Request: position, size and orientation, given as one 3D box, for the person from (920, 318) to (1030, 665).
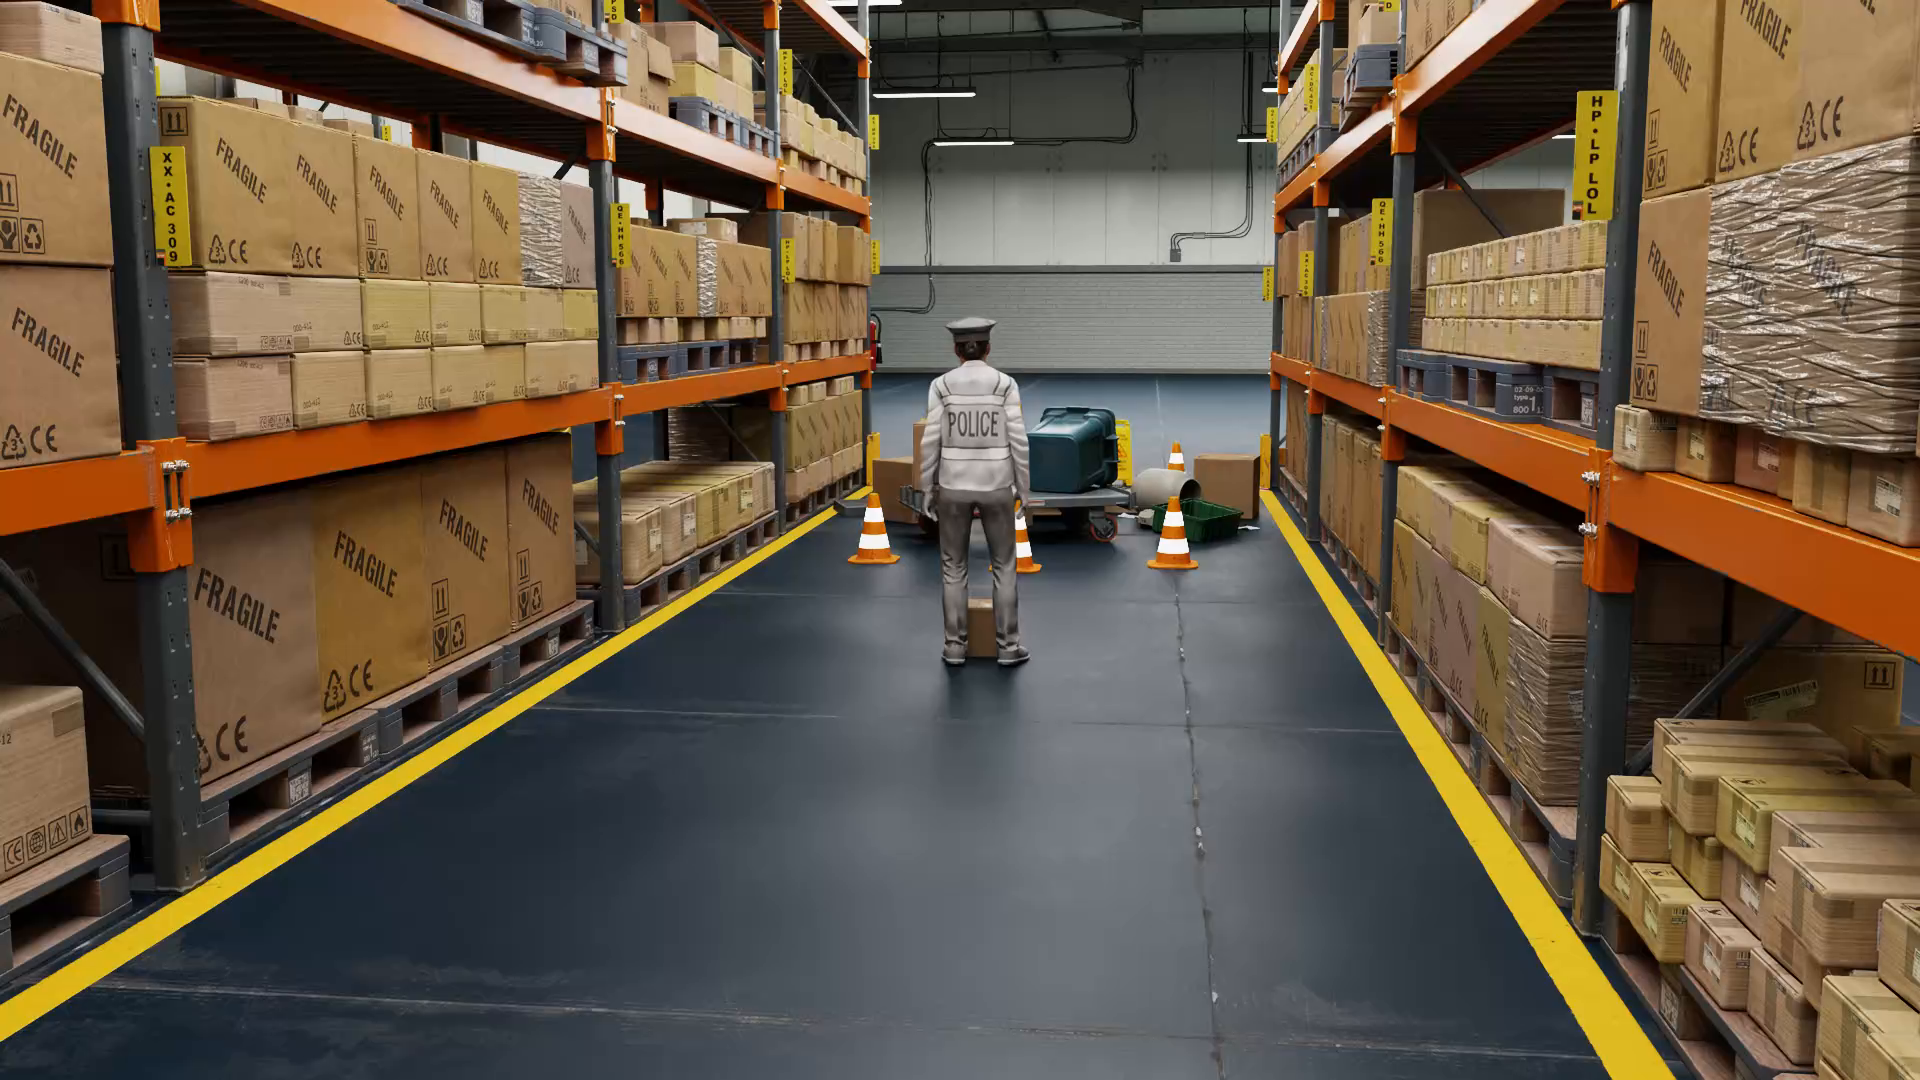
[{"bbox_3d":[0.073,-0.228,7.973,0.530,1.662,0.376,0,8,4],"label":"person"}]
